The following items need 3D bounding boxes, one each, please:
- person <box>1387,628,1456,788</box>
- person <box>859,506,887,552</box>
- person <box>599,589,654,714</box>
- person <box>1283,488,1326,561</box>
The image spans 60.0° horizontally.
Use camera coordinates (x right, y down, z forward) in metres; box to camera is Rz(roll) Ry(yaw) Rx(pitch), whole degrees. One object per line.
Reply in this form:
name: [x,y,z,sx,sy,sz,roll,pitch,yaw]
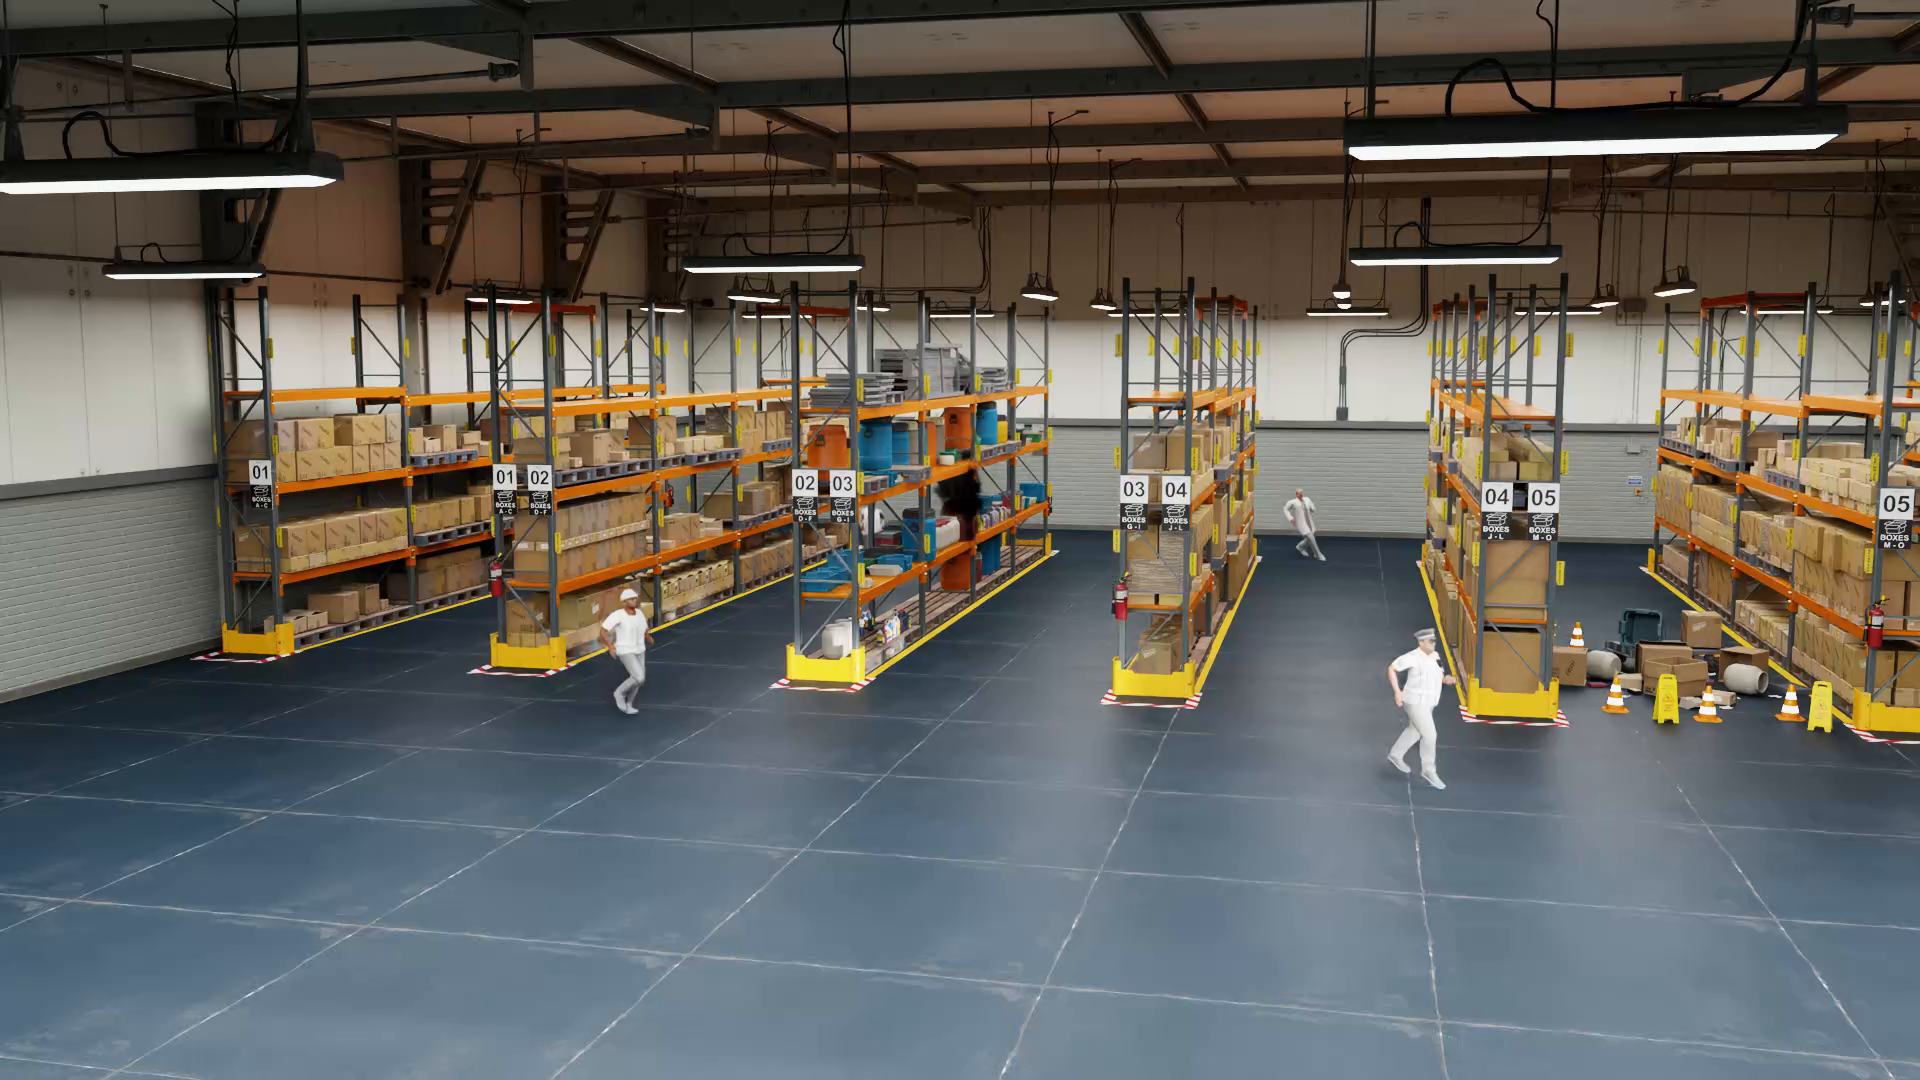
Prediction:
person: [5.341,1.913,19.267,0.628,1.837,0.854,-6,9,-43]
person: [-1.962,-0.178,37.010,0.663,1.638,0.930,0,7,-2]
person: [-4.470,1.533,22.712,0.605,1.723,0.692,5,8,34]
person: [8.183,-0.367,39.615,0.772,1.738,0.881,-4,7,-28]
